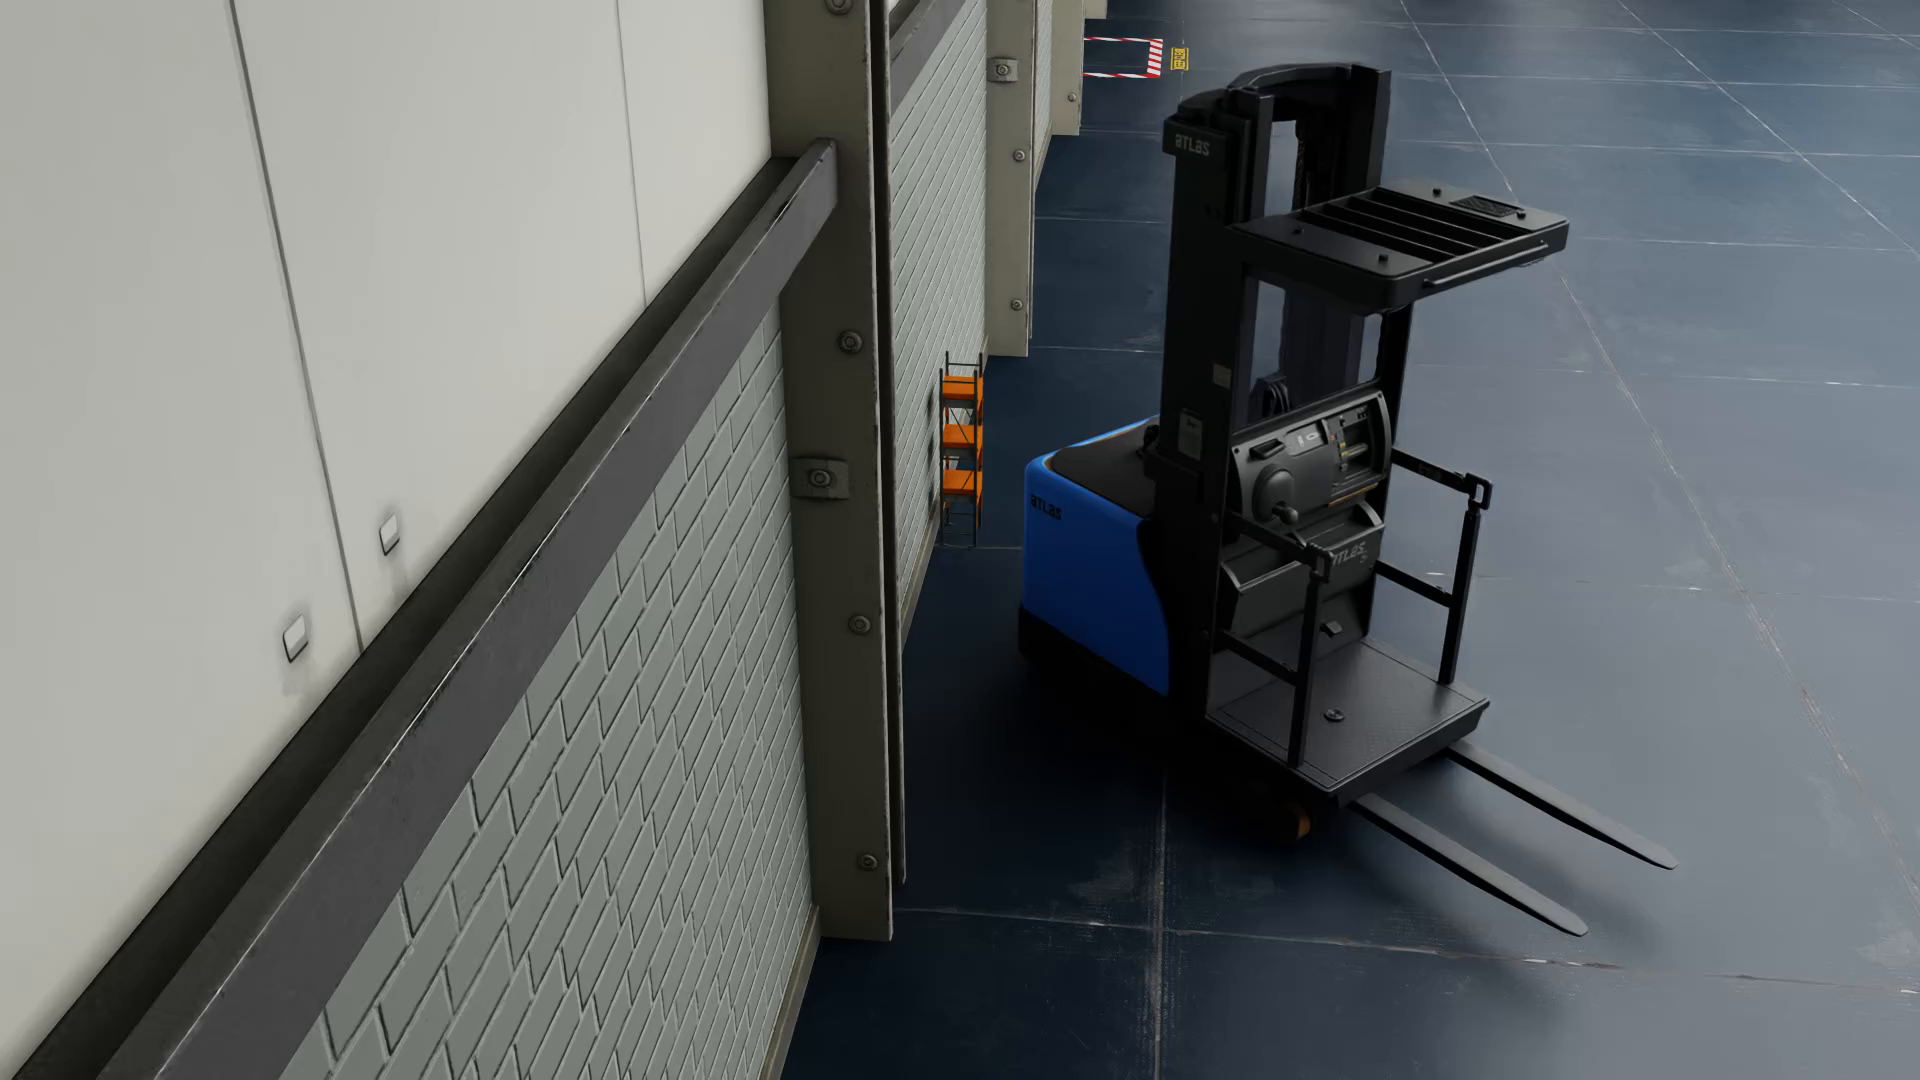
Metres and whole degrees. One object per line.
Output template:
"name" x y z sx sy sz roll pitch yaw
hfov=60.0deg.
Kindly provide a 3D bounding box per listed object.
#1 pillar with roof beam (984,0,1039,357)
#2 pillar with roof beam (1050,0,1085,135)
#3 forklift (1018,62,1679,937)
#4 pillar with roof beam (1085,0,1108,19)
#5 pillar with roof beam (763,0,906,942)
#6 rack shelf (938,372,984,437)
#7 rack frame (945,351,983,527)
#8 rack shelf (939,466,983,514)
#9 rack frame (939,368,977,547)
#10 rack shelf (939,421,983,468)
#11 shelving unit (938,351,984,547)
"pillar with roof beam" 4.612 -5.095 9.219 9.100 9.000 0.400 3 28 6
"pillar with roof beam" 5.347 -7.919 14.462 9.100 9.000 0.400 3 28 6
"forklift" 1.591 -0.304 6.724 1.130 2.935 3.031 -21 35 -33
"pillar with roof beam" 6.082 -10.744 19.704 9.100 9.000 0.400 3 28 6
"pillar with roof beam" 3.876 -2.271 3.977 9.100 9.000 0.400 3 28 6
"rack shelf" 0.007 -0.728 8.918 0.215 0.259 0.240 3 28 6
"rack frame" 0.022 -0.545 9.154 0.200 1.050 0.008 3 28 6
"rack shelf" 0.007 -0.233 9.185 0.215 0.259 0.240 3 28 6
"rack frame" -0.008 -0.430 8.941 0.200 1.050 0.008 3 28 6
"rack shelf" 0.007 -0.478 9.053 0.215 0.259 0.240 3 28 6
"shelving unit" 0.007 -0.487 9.048 0.215 1.050 0.252 3 28 6
